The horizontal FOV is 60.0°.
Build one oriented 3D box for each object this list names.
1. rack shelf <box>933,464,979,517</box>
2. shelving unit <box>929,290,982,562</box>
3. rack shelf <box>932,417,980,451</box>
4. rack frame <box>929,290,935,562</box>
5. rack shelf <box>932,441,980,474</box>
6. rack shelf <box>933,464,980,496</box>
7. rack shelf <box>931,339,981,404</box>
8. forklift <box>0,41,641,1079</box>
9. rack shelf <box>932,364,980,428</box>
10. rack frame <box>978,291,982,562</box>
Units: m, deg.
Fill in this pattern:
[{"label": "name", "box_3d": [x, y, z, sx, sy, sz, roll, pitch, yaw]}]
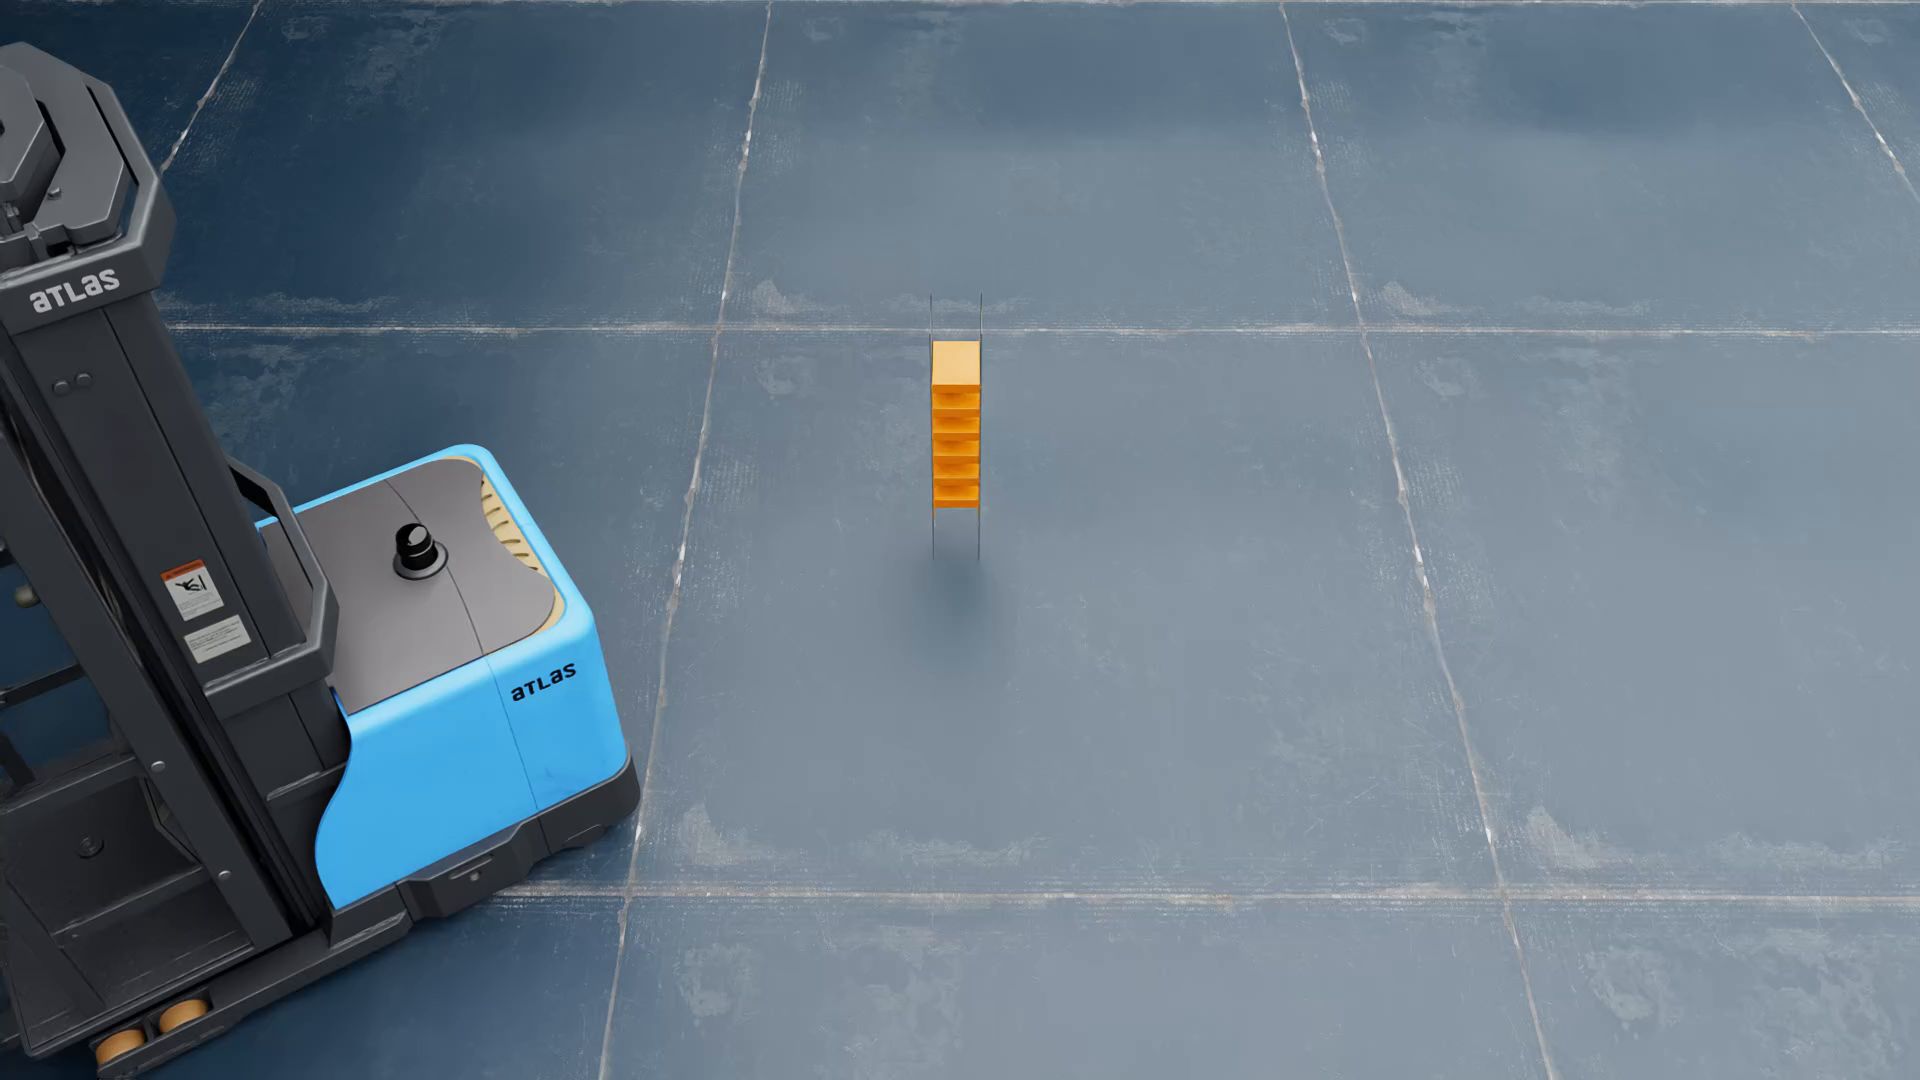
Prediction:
[{"label": "rack shelf", "box_3d": [-0.014, -0.215, 6.600, 0.180, 0.103, 0.258, 0, 47, 0]}, {"label": "shelving unit", "box_3d": [-0.014, -0.409, 6.392, 0.189, 1.200, 0.258, 0, 47, 0]}, {"label": "rack shelf", "box_3d": [-0.014, -0.460, 6.336, 0.180, 0.103, 0.258, 0, 47, 0]}, {"label": "rack frame", "box_3d": [-0.106, -0.409, 6.392, 0.006, 1.200, 0.240, 0, 47, 0]}, {"label": "rack shelf", "box_3d": [-0.014, -0.379, 6.424, 0.180, 0.103, 0.258, 0, 47, 0]}, {"label": "rack shelf", "box_3d": [-0.014, -0.297, 6.512, 0.180, 0.103, 0.258, 0, 47, 0]}, {"label": "rack shelf", "box_3d": [-0.014, -0.624, 6.161, 0.180, 0.103, 0.258, 0, 47, 0]}, {"label": "forklift", "box_3d": [-2.649, 0.256, 4.590, 3.031, 2.935, 1.130, -25, 52, -21]}, {"label": "rack shelf", "box_3d": [-0.014, -0.542, 6.248, 0.180, 0.103, 0.258, 0, 47, 0]}, {"label": "rack frame", "box_3d": [0.077, -0.409, 6.391, 0.006, 1.200, 0.240, 0, 47, 0]}]
